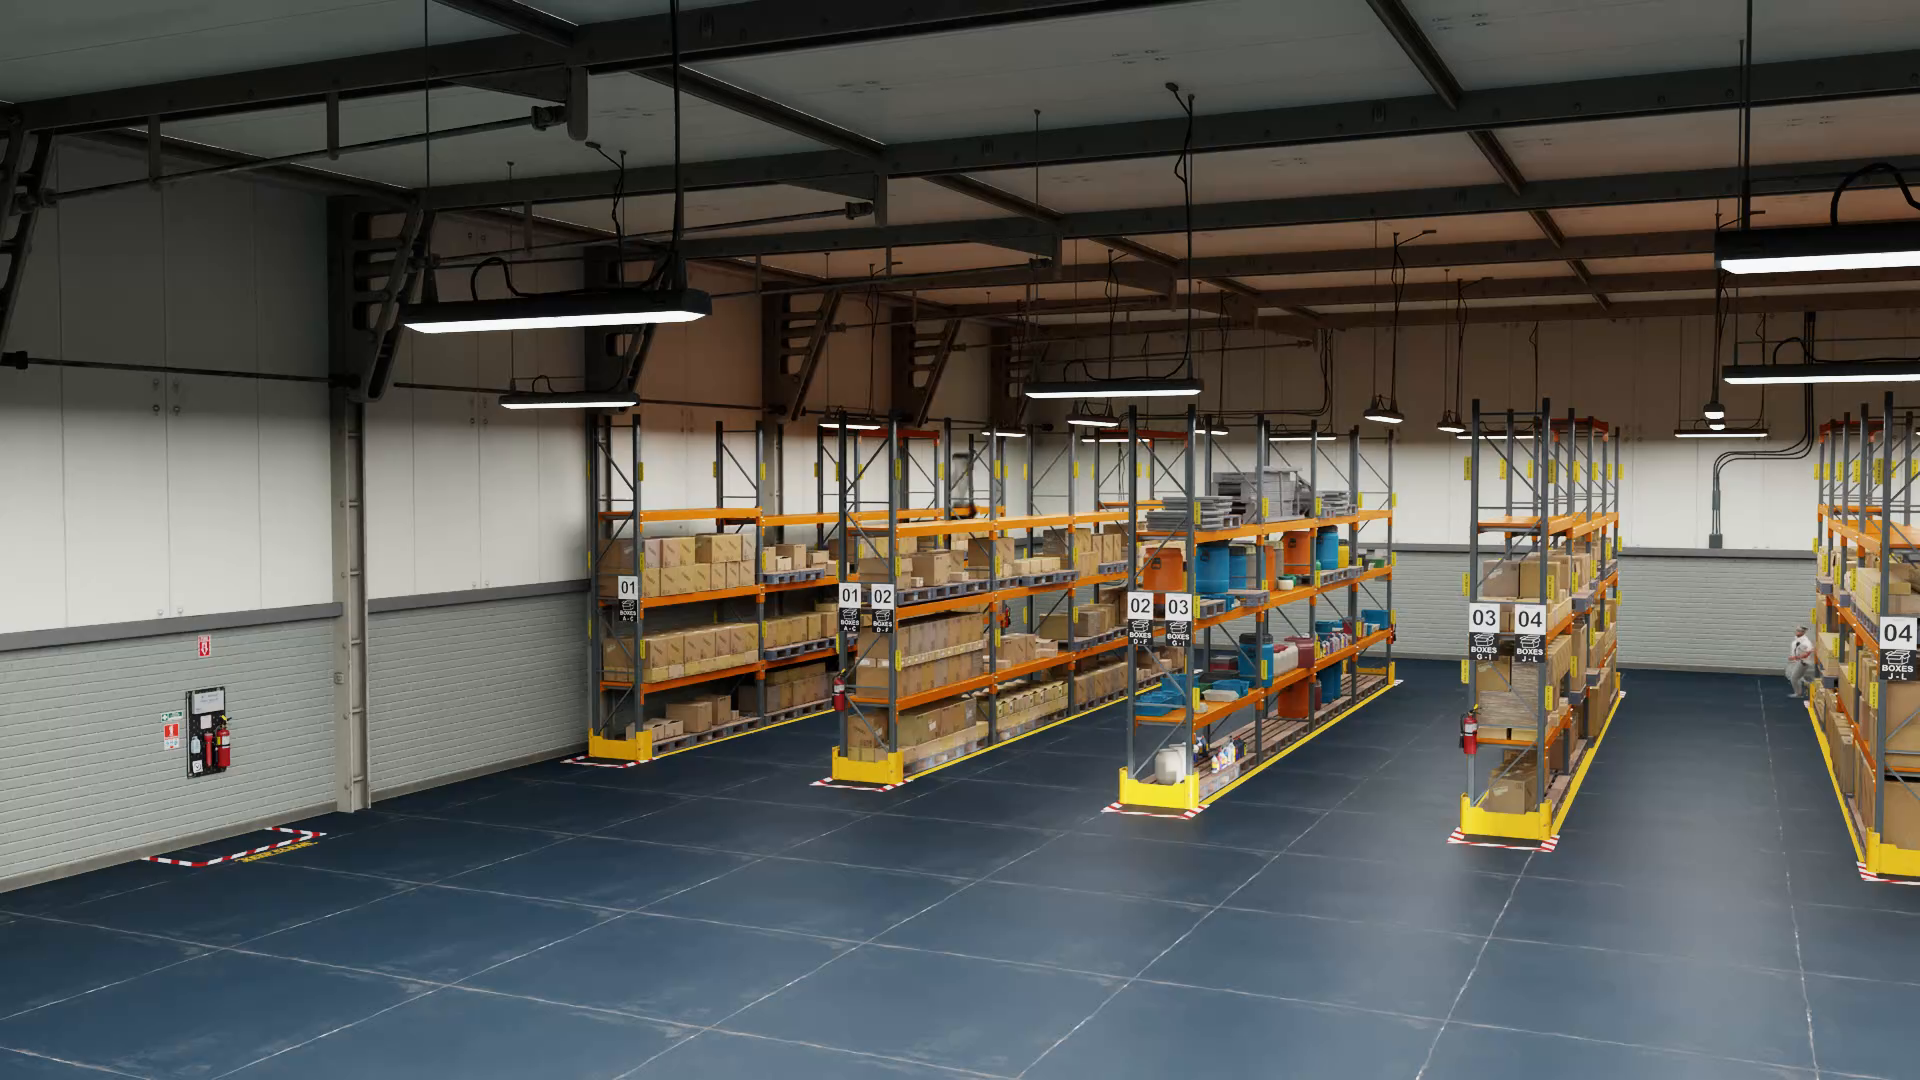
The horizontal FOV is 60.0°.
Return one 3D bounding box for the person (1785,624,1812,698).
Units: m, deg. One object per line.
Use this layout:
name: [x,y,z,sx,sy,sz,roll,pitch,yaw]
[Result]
person: [18.485,2.663,36.538,0.608,1.675,0.755,0,2,7]
